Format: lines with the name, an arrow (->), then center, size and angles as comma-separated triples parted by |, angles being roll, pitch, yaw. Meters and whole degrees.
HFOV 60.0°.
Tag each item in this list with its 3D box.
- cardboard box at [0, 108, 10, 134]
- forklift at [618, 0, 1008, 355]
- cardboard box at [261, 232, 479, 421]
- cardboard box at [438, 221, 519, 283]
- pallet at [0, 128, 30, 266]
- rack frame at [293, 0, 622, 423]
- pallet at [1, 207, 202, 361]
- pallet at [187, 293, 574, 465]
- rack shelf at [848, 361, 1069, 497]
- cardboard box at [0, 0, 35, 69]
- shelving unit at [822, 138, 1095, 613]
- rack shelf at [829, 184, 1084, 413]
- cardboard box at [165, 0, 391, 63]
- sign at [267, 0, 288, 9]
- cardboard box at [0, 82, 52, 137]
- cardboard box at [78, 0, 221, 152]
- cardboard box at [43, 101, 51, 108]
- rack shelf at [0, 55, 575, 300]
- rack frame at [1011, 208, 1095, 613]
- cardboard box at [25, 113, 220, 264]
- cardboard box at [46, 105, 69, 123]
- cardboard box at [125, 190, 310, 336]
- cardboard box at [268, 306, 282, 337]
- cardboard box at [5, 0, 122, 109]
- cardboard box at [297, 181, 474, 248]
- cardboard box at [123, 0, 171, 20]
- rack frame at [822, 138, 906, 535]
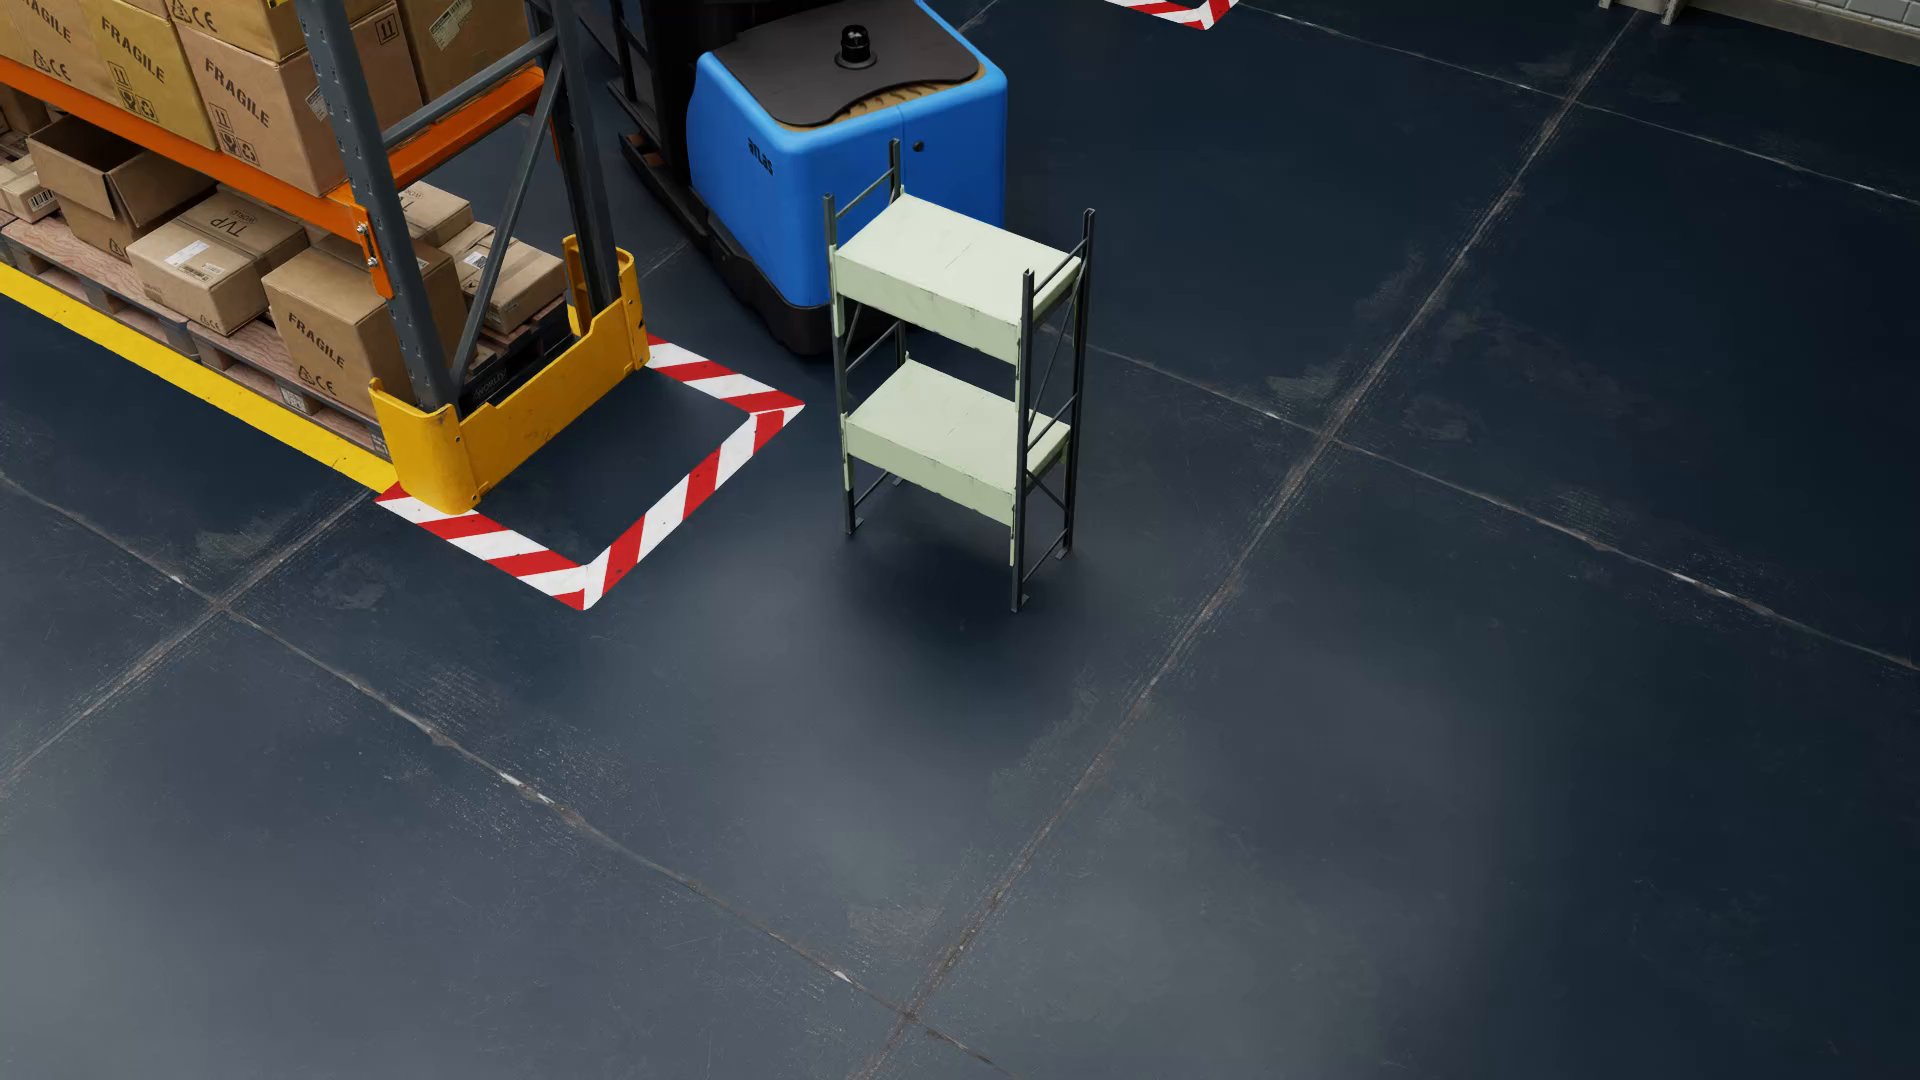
cardboard box -> -4.805, -1.983, 7.654 | 0.500, 0.311, 0.500 | 25, 51, 22
forklift -> -0.968, -2.838, 6.964 | 1.130, 2.935, 3.031 | -23, 50, -20
cardboard box -> -2.265, -0.855, 6.426 | 0.500, 0.500, 0.500 | 25, 51, 22
cardboard box -> -2.052, -1.144, 6.939 | 0.250, 0.166, 0.380 | 25, 51, 22
pallet -> -4.464, -1.822, 7.873 | 1.213, 0.211, 1.003 | 25, 51, 22
rack frame -> -1.674, -1.511, 5.627 | 0.127, 3.000, 1.000 | 25, 51, 22
pallet -> -3.433, -1.350, 7.415 | 1.213, 0.211, 1.003 | 25, 51, 22
pallet -> -2.410, -0.877, 6.955 | 1.213, 0.211, 1.003 | 25, 51, 22
rack shelf -> -0.006, -0.366, 5.878 | 0.686, 0.124, 0.368 | 25, 51, 22
cardboard box -> -3.478, -2.146, 6.174 | 0.500, 0.500, 0.500 | 24, 50, 22
shelving unit -> -0.006, -0.525, 5.715 | 0.755, 1.500, 0.431 | 25, 51, 22
rack shelf -> -0.006, -0.797, 5.435 | 0.720, 0.370, 0.431 | 25, 51, 22
cardboard box -> -2.197, -1.901, 5.239 | 0.500, 0.500, 0.500 | 24, 51, 22
sign -> -1.991, -1.698, 4.780 | 0.005, 0.325, 0.100 | 25, 51, 22
cardboard box -> -4.409, -2.293, 7.823 | 0.500, 0.500, 0.500 | 25, 51, 22
cardboard box -> -2.637, -1.754, 5.793 | 0.500, 0.500, 0.500 | 25, 51, 22
cardboard box -> -4.061, -2.061, 7.843 | 0.250, 0.149, 0.380 | 25, 51, 22
rack shelf -> -3.358, -2.035, 6.637 | 4.000, 0.370, 1.077 | 25, 51, 22
rack frame -> 0.302, -0.384, 5.577 | 0.023, 1.500, 0.400 | 25, 51, 22
cardboard box -> -3.457, -1.619, 7.166 | 0.637, 0.503, 0.797 | 25, 51, 22
cardboard box -> -3.777, -1.937, 7.608 | 0.500, 0.311, 0.500 | 25, 51, 22
cardboard box -> -3.049, -1.154, 6.890 | 0.500, 0.250, 0.500 | 25, 51, 22
cardboard box -> -2.557, -0.950, 6.751 | 0.250, 0.166, 0.380 | 25, 51, 22
cardboard box -> -3.054, -1.950, 5.984 | 0.500, 0.500, 0.500 | 25, 51, 22
cardboard box -> -2.400, -1.282, 7.014 | 0.500, 0.250, 0.500 | 25, 51, 22
cardboard box -> -2.623, -2.096, 5.428 | 0.500, 0.500, 0.500 | 26, 51, 23
rack frame -> -0.314, -0.667, 5.852 | 0.023, 1.500, 0.400 | 25, 51, 22
